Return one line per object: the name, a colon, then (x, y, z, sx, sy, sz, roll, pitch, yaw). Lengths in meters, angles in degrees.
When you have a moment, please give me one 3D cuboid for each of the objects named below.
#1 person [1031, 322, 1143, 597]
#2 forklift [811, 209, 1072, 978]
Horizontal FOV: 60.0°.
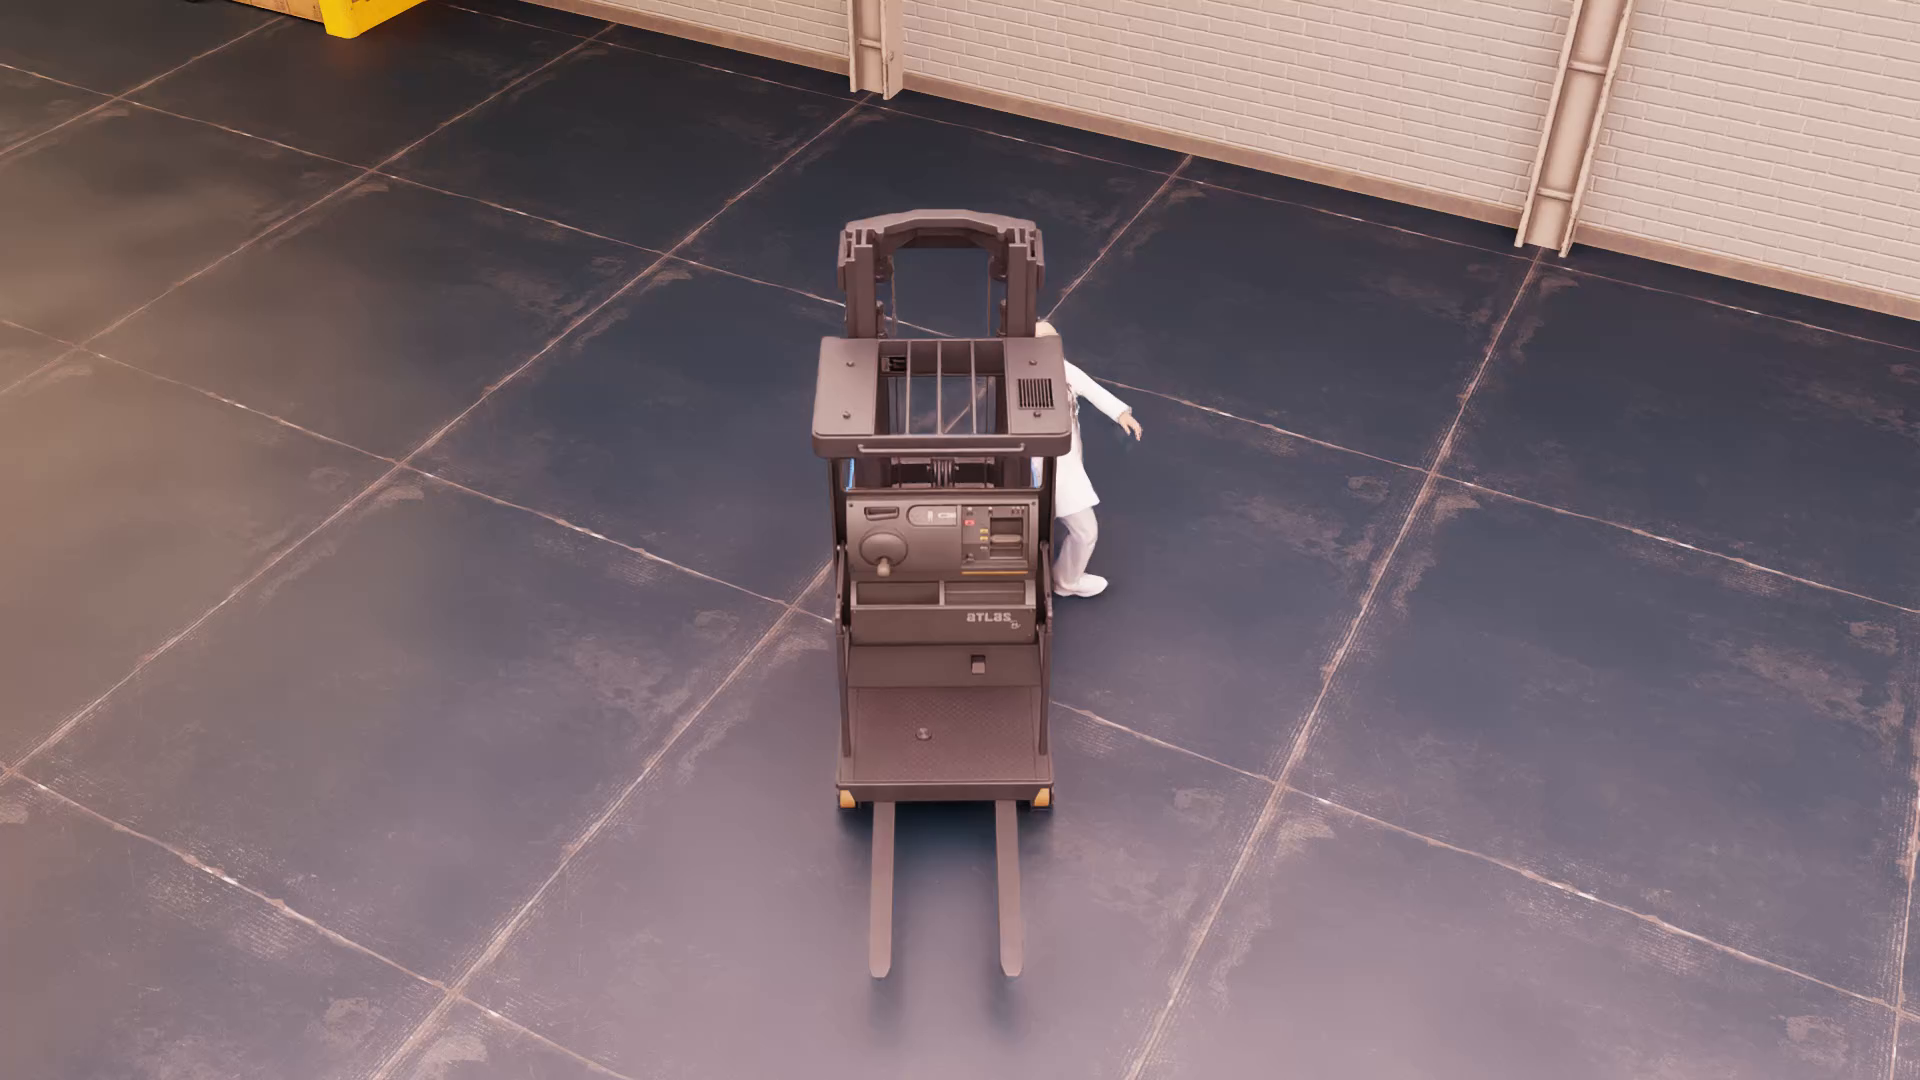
person: (0.549, -0.407, 9.483, 0.941, 1.667, 0.815, 4, 40, 5)
forklift: (-0.080, 0.060, 7.915, 1.130, 2.935, 3.031, 0, 40, 0)
